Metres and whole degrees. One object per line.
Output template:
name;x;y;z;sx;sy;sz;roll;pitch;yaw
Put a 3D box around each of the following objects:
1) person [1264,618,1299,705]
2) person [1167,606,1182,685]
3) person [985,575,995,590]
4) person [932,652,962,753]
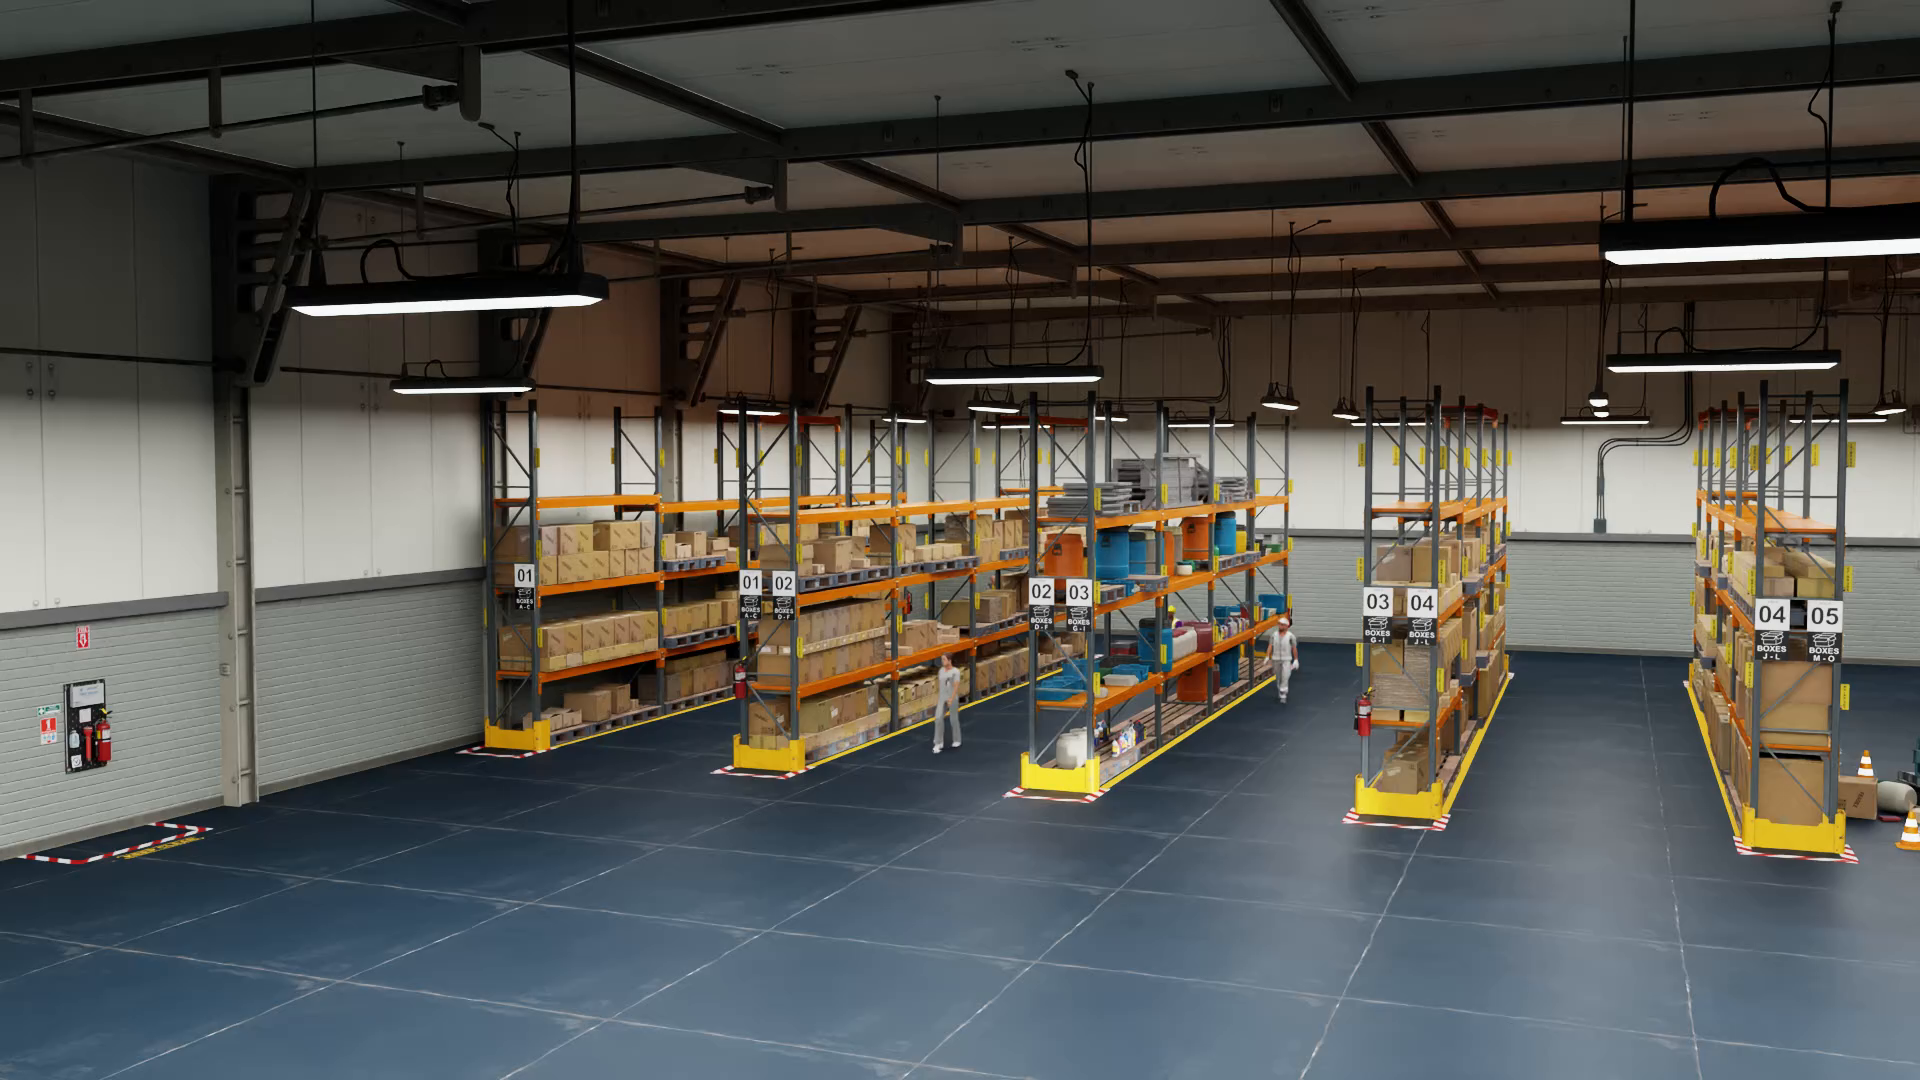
person;6.550;2.452;33.872;0.682;1.729;1.098;1;3;18
person;4.630;2.317;36.909;0.630;1.727;1.036;2;4;37
person;0.895;1.826;47.106;0.803;1.698;0.532;3;4;43
person;-0.228;2.773;28.538;0.459;1.687;0.771;2;3;29
